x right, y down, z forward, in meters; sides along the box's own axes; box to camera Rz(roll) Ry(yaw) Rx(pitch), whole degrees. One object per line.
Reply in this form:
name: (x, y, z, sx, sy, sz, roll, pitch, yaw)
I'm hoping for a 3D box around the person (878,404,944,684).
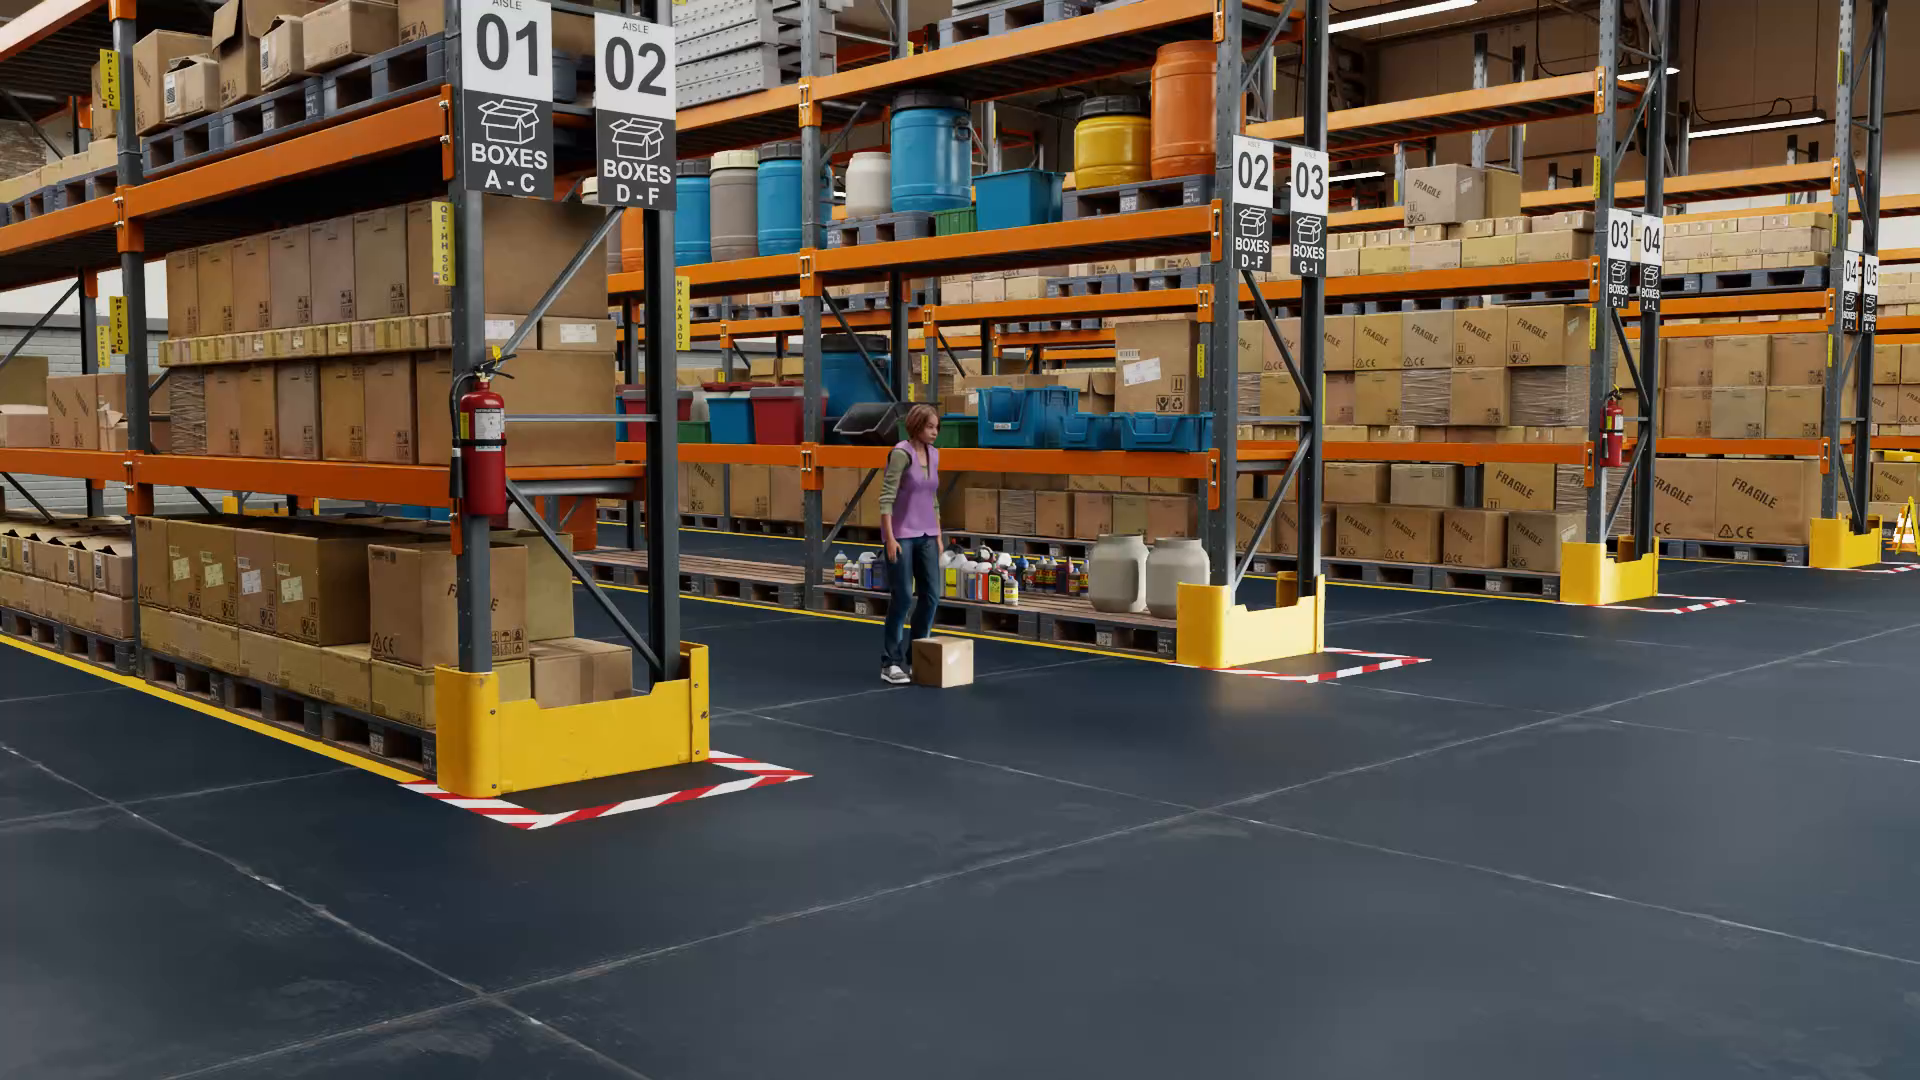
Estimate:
person: (-0.273, 0.013, 9.603, 0.347, 1.592, 0.472, 4, 6, 43)
